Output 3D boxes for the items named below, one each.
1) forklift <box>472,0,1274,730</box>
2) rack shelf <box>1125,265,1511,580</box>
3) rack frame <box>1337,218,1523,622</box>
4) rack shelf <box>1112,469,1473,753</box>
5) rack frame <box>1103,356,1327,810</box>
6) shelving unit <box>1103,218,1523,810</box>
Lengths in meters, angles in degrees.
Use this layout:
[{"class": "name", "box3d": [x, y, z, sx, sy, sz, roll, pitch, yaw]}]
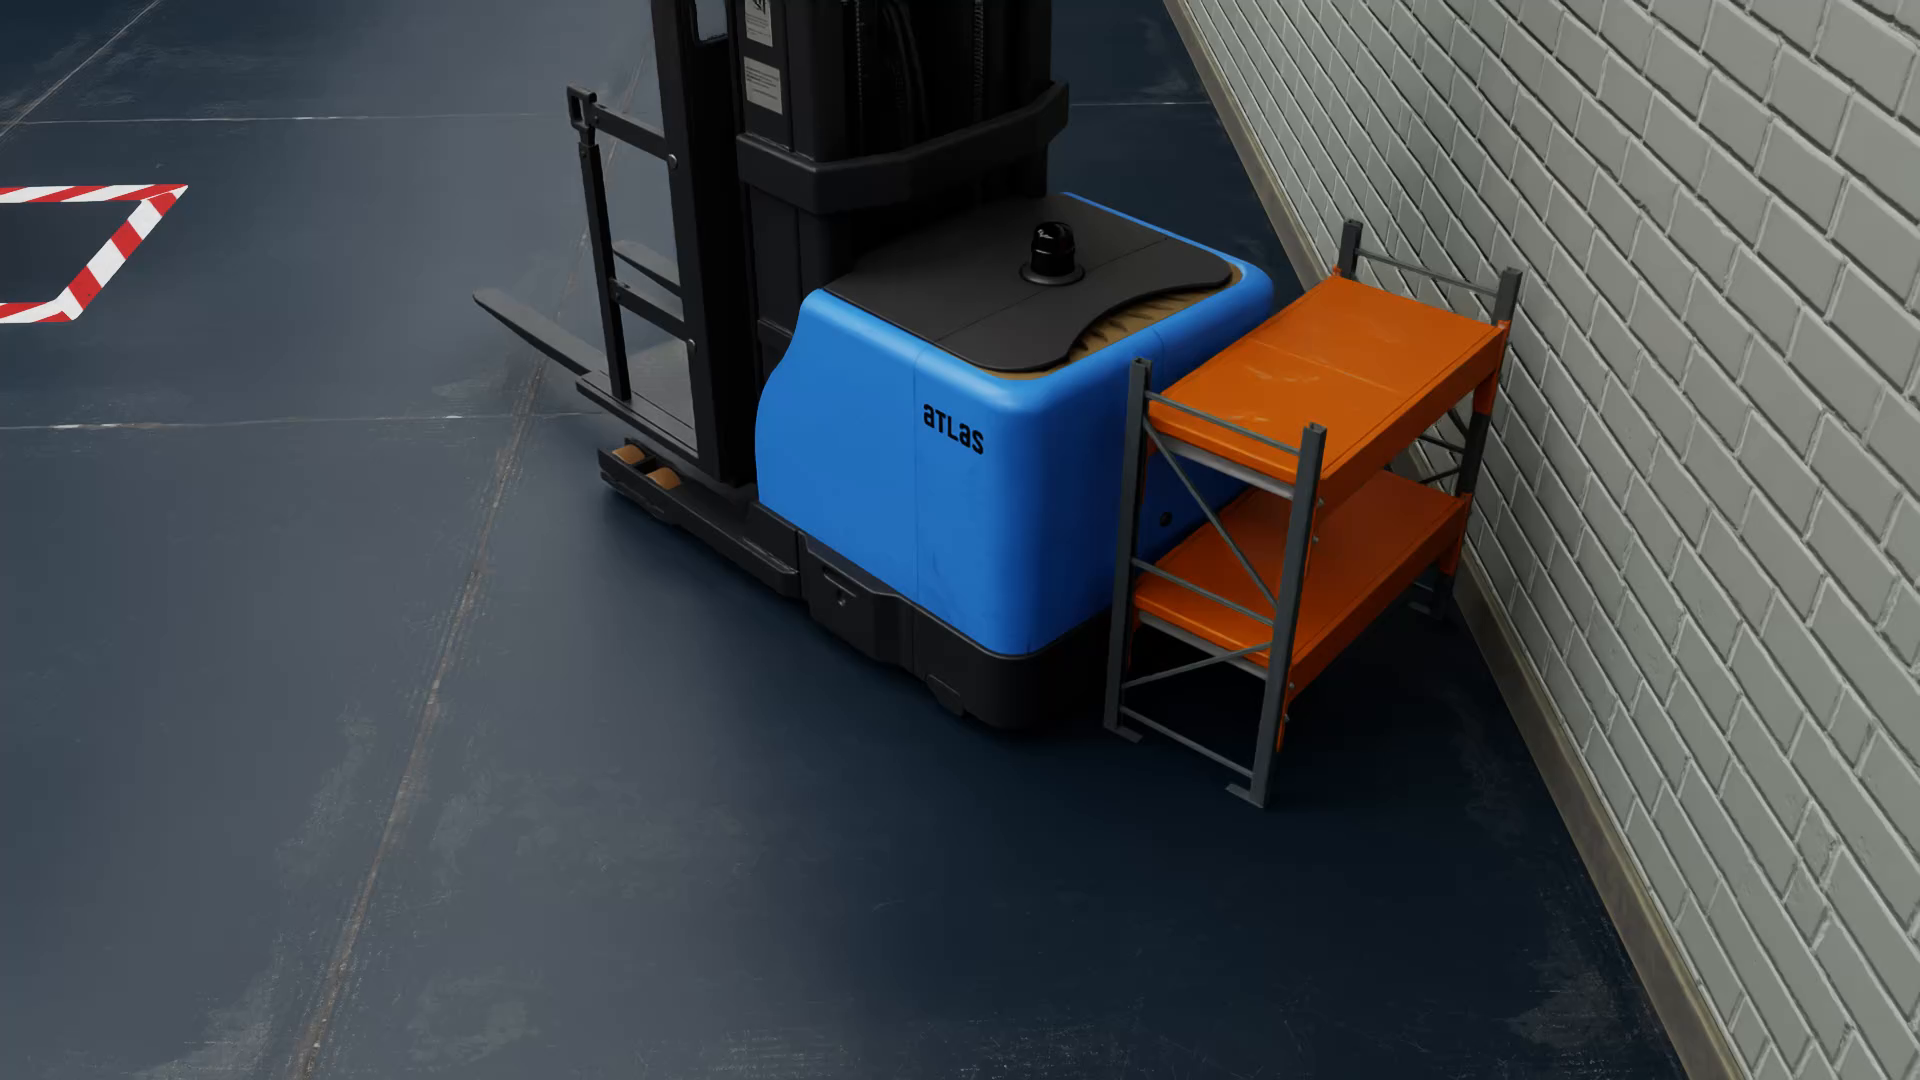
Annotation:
[{"class": "forklift", "box3d": [-0.531, -1.448, 4.767, 1.130, 2.935, 3.031, -28, 44, -35]}, {"class": "rack shelf", "box3d": [0.920, -0.333, 4.223, 0.538, 0.278, 1.000, 26, 42, 31]}, {"class": "rack frame", "box3d": [1.240, -0.317, 4.714, 0.500, 1.125, 0.032, 26, 42, 31]}, {"class": "rack shelf", "box3d": [0.916, 0.107, 4.532, 0.538, 0.278, 1.000, 26, 42, 31]}, {"class": "rack frame", "box3d": [0.595, 0.130, 4.068, 0.500, 1.125, 0.032, 26, 42, 31]}, {"class": "shelving unit", "box3d": [0.917, -0.093, 4.391, 0.538, 1.125, 1.048, 26, 42, 31]}]
